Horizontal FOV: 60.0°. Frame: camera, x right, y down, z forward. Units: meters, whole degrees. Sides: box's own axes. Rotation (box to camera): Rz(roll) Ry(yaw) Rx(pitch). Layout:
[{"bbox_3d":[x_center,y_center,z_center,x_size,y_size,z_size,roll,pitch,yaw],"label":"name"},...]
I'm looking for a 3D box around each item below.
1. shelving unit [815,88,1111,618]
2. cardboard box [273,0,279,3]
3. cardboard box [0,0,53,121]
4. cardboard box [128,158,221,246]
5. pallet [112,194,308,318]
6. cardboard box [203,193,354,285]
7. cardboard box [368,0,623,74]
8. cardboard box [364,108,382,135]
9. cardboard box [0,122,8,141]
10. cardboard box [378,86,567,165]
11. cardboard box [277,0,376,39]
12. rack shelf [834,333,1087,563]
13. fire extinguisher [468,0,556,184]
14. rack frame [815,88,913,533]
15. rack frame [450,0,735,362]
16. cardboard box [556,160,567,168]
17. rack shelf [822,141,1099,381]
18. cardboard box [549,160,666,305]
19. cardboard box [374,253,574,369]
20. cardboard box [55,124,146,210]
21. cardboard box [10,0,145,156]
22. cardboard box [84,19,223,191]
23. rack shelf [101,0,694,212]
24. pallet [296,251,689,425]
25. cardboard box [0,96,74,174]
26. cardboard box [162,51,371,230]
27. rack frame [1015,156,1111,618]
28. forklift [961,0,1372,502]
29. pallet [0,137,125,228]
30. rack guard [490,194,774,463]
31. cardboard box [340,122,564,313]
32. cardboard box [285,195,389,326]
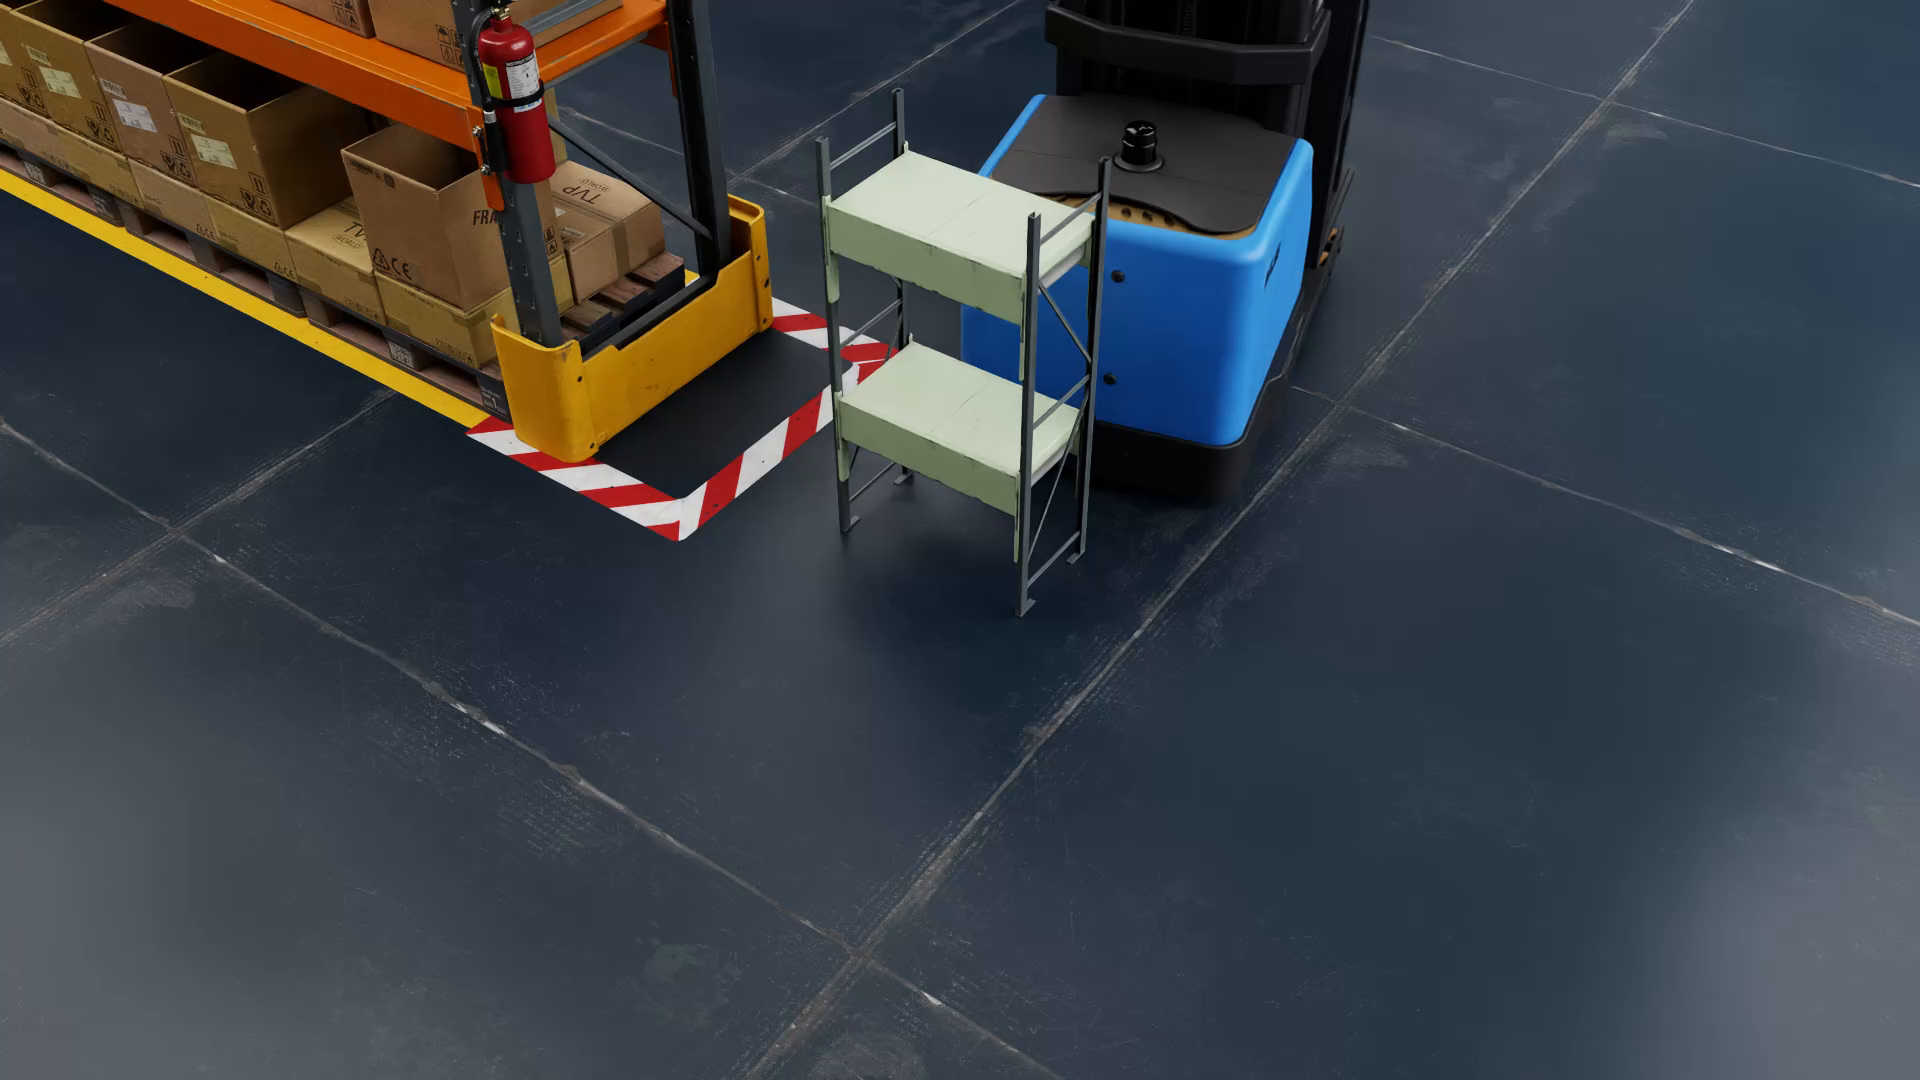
[{"bbox_3d":[0.005,-0.556,5.247,0.755,1.500,0.431,25,48,25],"label":"shelving unit"},{"bbox_3d":[-2.437,-2.388,6.095,0.500,0.500,0.700,25,48,26],"label":"cardboard box"},{"bbox_3d":[-3.887,-2.181,7.123,0.500,0.500,0.500,25,48,25],"label":"cardboard box"},{"bbox_3d":[-3.070,-1.517,6.943,0.500,0.250,0.500,25,48,25],"label":"cardboard box"},{"bbox_3d":[-2.871,-1.472,7.237,1.213,0.211,1.003,25,48,25],"label":"pallet"},{"bbox_3d":[-2.661,-1.325,6.728,0.500,0.250,0.500,25,48,25],"label":"cardboard box"},{"bbox_3d":[-1.601,-1.997,5.657,0.500,0.500,0.700,25,48,25],"label":"cardboard box"},{"bbox_3d":[-2.365,-1.887,6.794,0.500,0.500,0.500,25,48,25],"label":"cardboard box"},{"bbox_3d":[-4.295,-2.094,7.588,0.500,0.250,0.500,25,48,25],"label":"cardboard box"},{"bbox_3d":[-1.948,-1.702,6.588,0.500,0.500,0.500,25,48,25],"label":"cardboard box"},{"bbox_3d":[-2.034,-2.195,5.879,0.500,0.500,0.700,26,48,26],"label":"cardboard box"},{"bbox_3d":[0.005,-0.313,5.464,0.720,0.370,0.431,25,48,25],"label":"rack shelf"},{"bbox_3d":[-1.396,-1.446,5.175,0.183,0.674,0.296,25,48,25],"label":"fire extinguisher"},{"bbox_3d":[-0.294,-0.697,5.404,0.023,1.500,0.400,25,48,25],"label":"rack frame"},{"bbox_3d":[-1.226,-1.774,5.483,0.127,3.000,1.000,25,48,25],"label":"rack frame"},{"bbox_3d":[-1.949,-1.422,6.836,0.500,0.250,0.500,25,48,25],"label":"cardboard box"},{"bbox_3d":[0.005,-0.847,4.987,0.720,0.370,0.431,25,48,25],"label":"rack shelf"},{"bbox_3d":[-1.537,-1.232,6.625,0.500,0.250,0.500,25,48,25],"label":"cardboard box"},{"bbox_3d":[-1.835,-0.950,6.309,0.500,0.250,0.500,25,48,25],"label":"cardboard box"},{"bbox_3d":[-3.483,-1.705,7.154,0.500,0.250,0.500,25,48,25],"label":"cardboard box"},{"bbox_3d":[-3.482,-1.985,6.904,0.500,0.500,0.500,25,48,25],"label":"cardboard box"},{"bbox_3d":[-3.072,-1.795,6.691,0.500,0.500,0.500,25,48,25],"label":"cardboard box"},{"bbox_3d":[-2.863,-2.271,6.578,4.000,0.370,1.077,25,48,25],"label":"rack shelf"},{"bbox_3d":[-1.876,-1.005,6.714,1.213,0.211,1.003,25,48,25],"label":"pallet"},{"bbox_3d":[-3.889,-1.900,7.371,0.500,0.250,0.500,25,48,25],"label":"cardboard box"},{"bbox_3d":[-2.663,-1.603,6.476,0.500,0.500,0.500,25,48,25],"label":"cardboard box"},{"bbox_3d":[0.305,-0.416,5.090,0.023,1.500,0.400,25,48,25],"label":"rack frame"},{"bbox_3d":[0.979,-2.217,6.030,1.130,2.935,3.031,14,44,15],"label":"forklift"},{"bbox_3d":[-3.874,-1.939,7.758,1.213,0.211,1.003,25,48,25],"label":"pallet"},{"bbox_3d":[-1.206,-0.833,6.306,0.348,0.500,1.175,25,48,25],"label":"rack guard"},{"bbox_3d":[-1.836,-1.228,6.057,0.500,0.500,0.500,25,48,25],"label":"cardboard box"},{"bbox_3d":[-2.251,-1.134,6.515,0.500,0.250,0.500,25,48,25],"label":"cardboard box"}]
